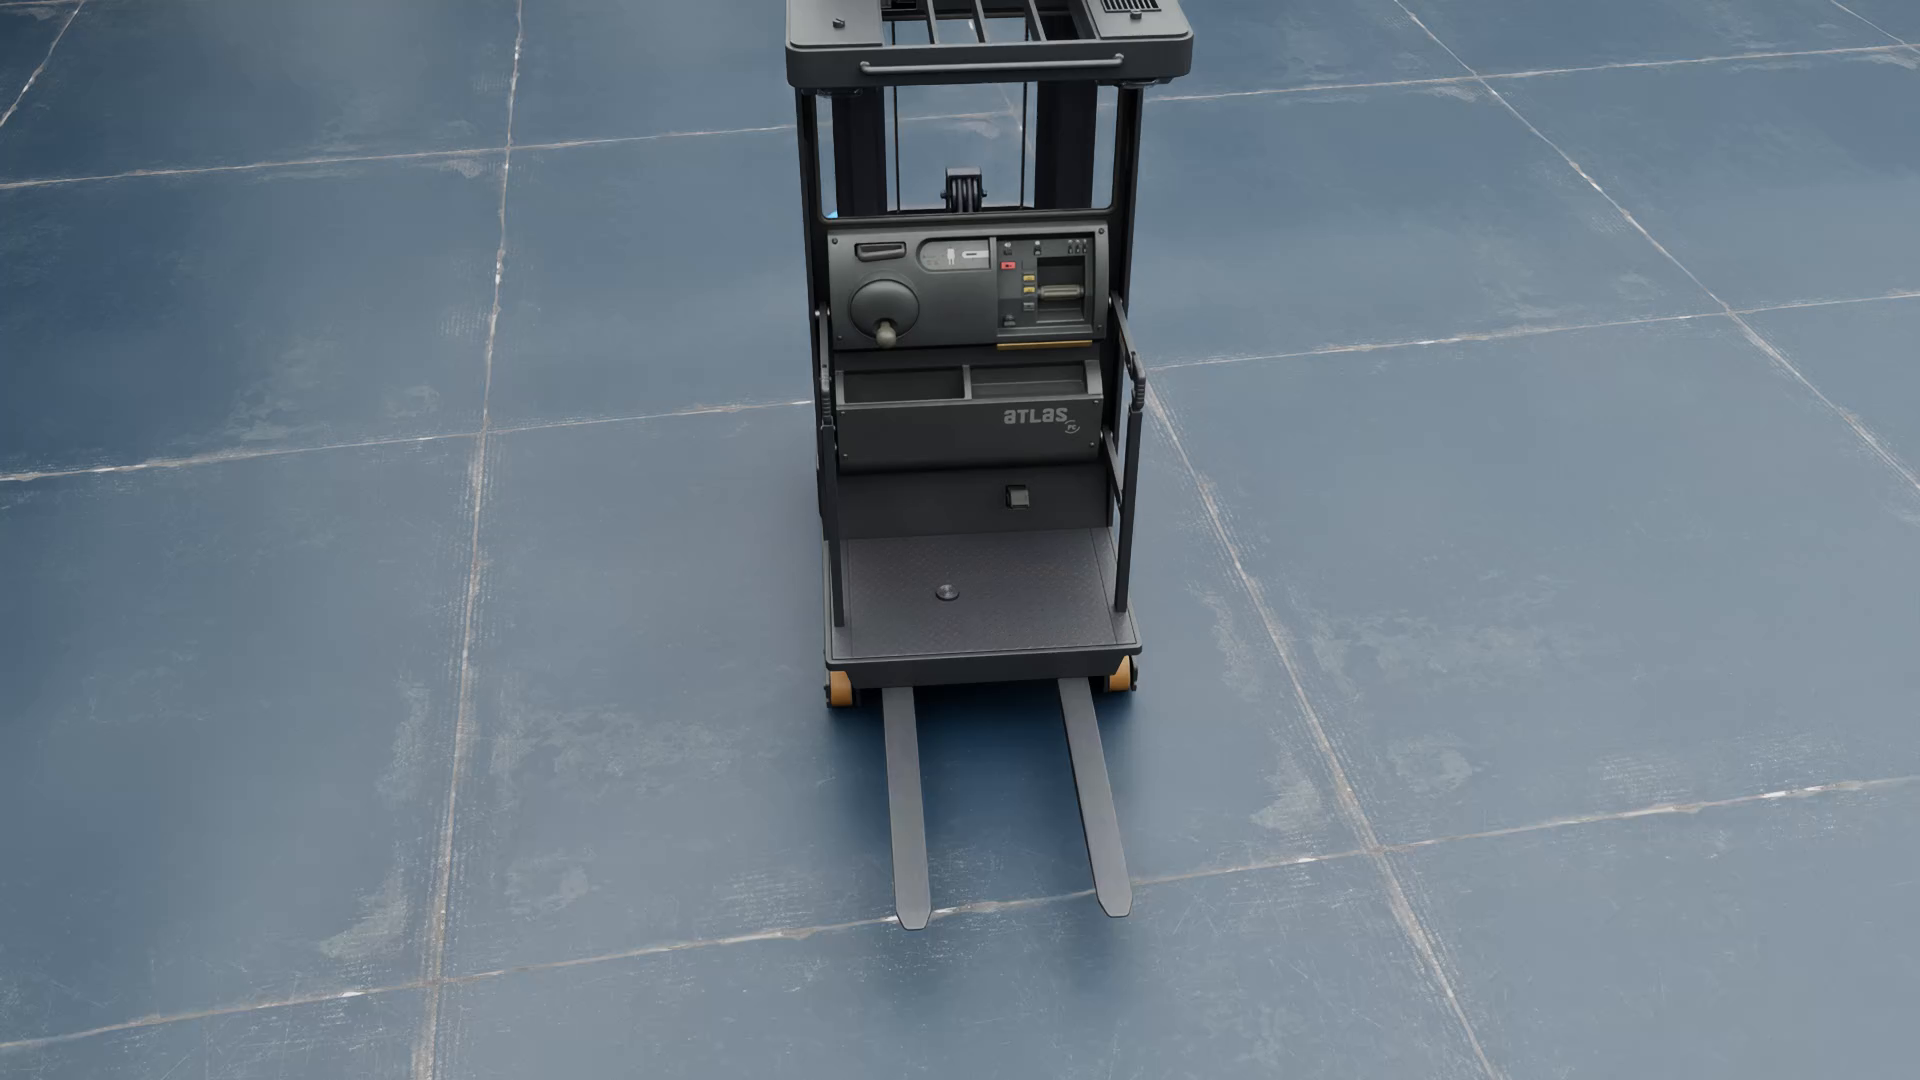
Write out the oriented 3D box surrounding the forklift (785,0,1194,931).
[{"bbox_3d":[0.050,-0.773,5.356,1.130,2.935,3.031,-3,38,-4],"label":"forklift"}]
